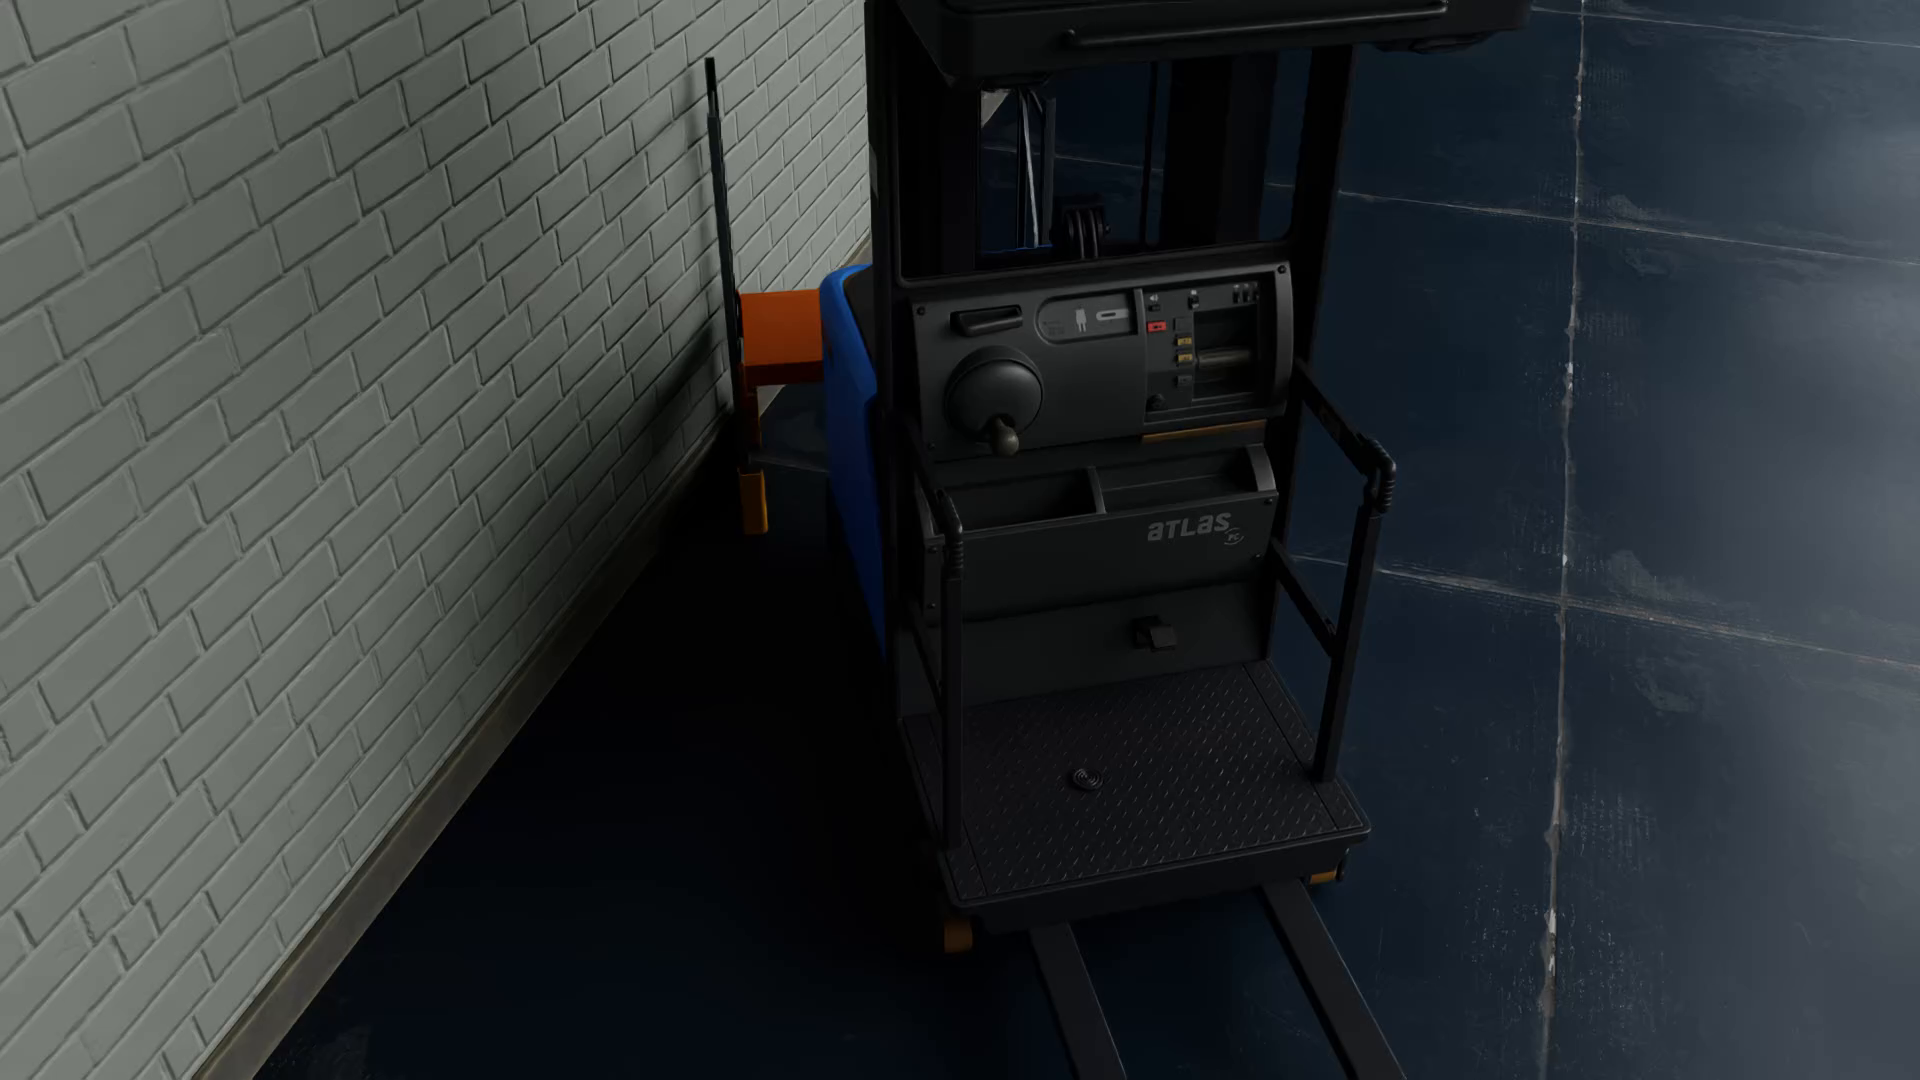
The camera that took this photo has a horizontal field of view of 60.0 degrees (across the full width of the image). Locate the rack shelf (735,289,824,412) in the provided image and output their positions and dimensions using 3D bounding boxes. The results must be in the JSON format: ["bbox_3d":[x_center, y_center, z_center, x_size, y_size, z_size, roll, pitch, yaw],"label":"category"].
[{"bbox_3d":[-0.264,-0.690,5.725,1.000,0.185,0.538,-5,37,-6],"label":"rack shelf"}]

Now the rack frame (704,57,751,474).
[{"bbox_3d":[-0.768,-0.793,5.563,0.032,1.500,0.500,-5,37,-6],"label":"rack frame"}]

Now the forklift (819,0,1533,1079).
[{"bbox_3d":[0.399,-0.365,3.773,1.130,2.935,3.031,-8,37,-11],"label":"forklift"}]

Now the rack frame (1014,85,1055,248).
[{"bbox_3d":[0.240,-0.876,5.674,0.032,1.500,0.500,-5,37,-6],"label":"rack frame"}]

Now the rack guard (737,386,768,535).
[{"bbox_3d":[-0.748,-0.292,5.935,0.087,0.250,0.587,-5,37,-6],"label":"rack guard"}]

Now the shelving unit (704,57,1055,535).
[{"bbox_3d":[-0.255,-0.835,5.619,1.083,1.500,0.587,-5,37,-6],"label":"shelving unit"}]
